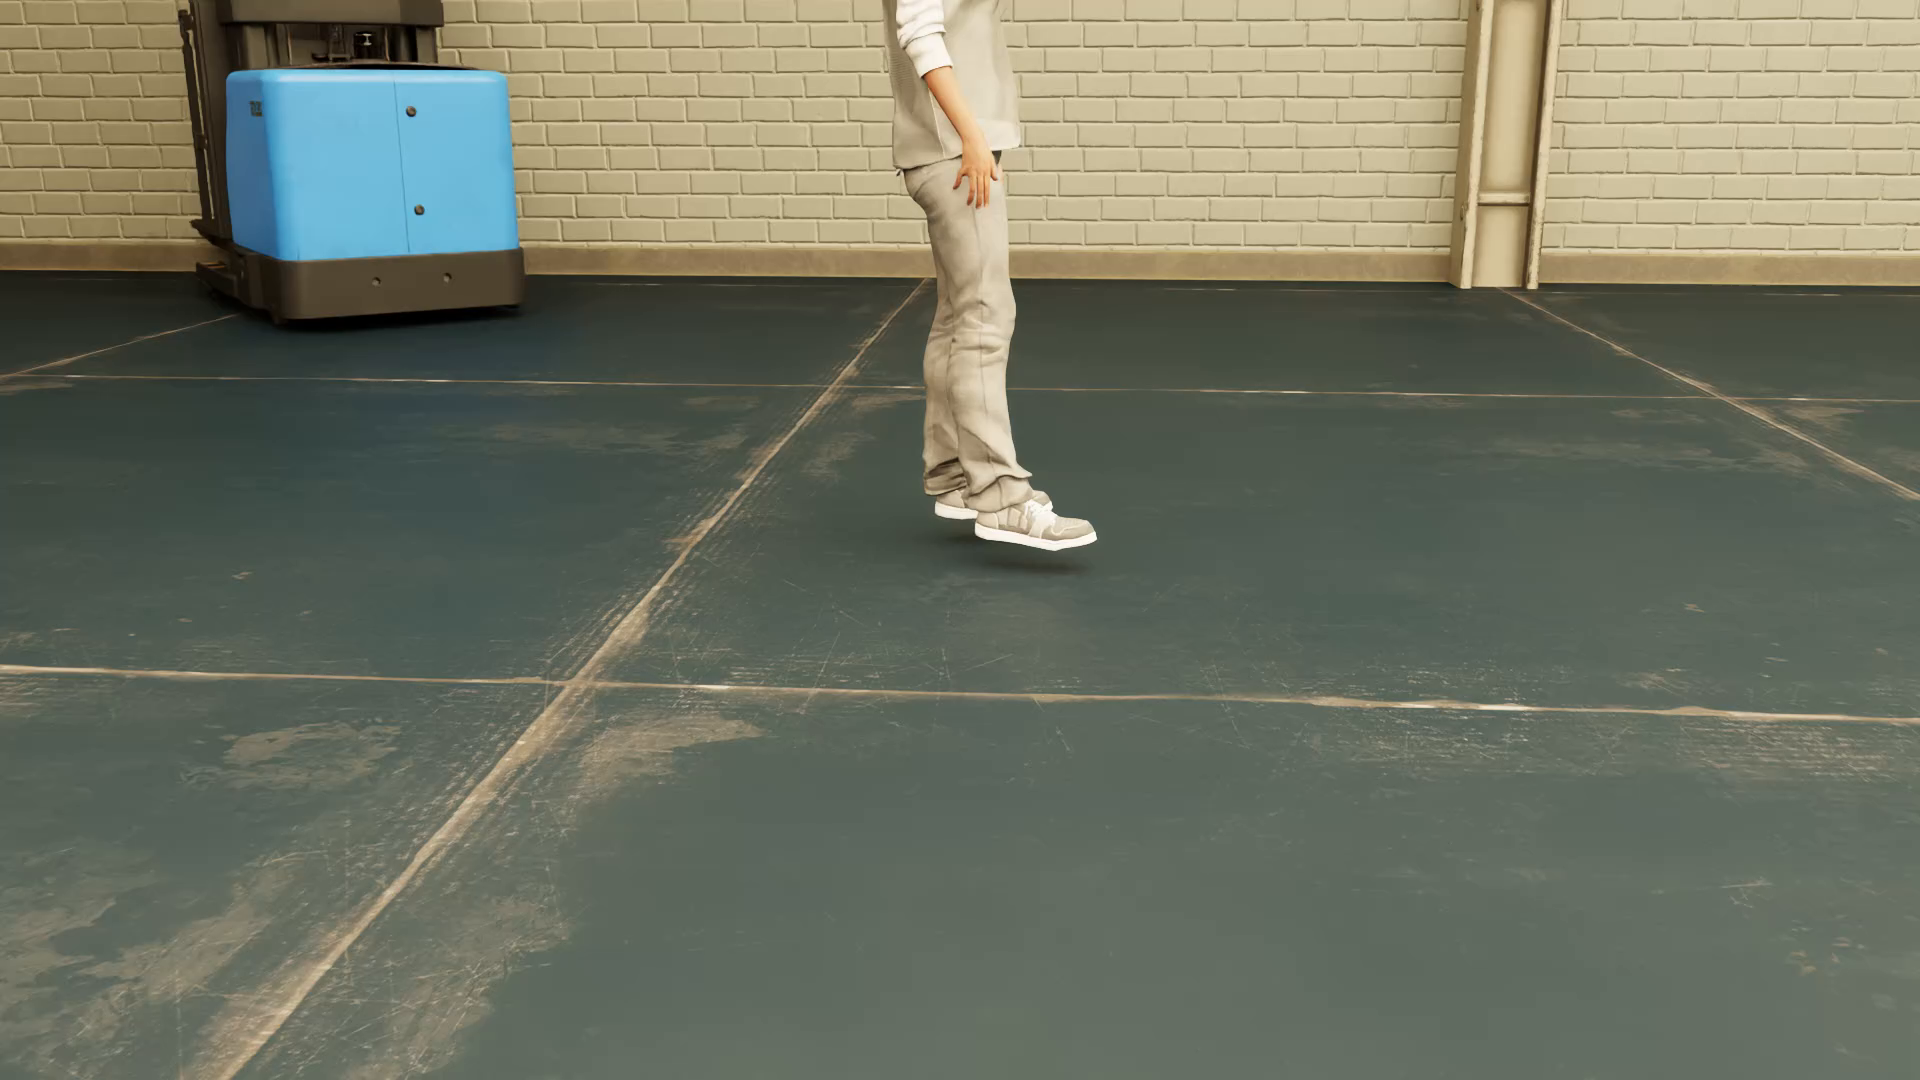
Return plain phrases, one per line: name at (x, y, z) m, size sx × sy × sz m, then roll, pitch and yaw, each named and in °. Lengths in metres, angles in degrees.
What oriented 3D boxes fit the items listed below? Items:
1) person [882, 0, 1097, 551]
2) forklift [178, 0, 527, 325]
person at (0.072, -0.811, 3.573) m, size 0.475 × 1.597 × 0.520 m, roll 1°, pitch 15°, yaw 4°
forklift at (-3.176, -2.660, 8.013) m, size 1.130 × 2.935 × 3.031 m, roll -10°, pitch 18°, yaw -32°
